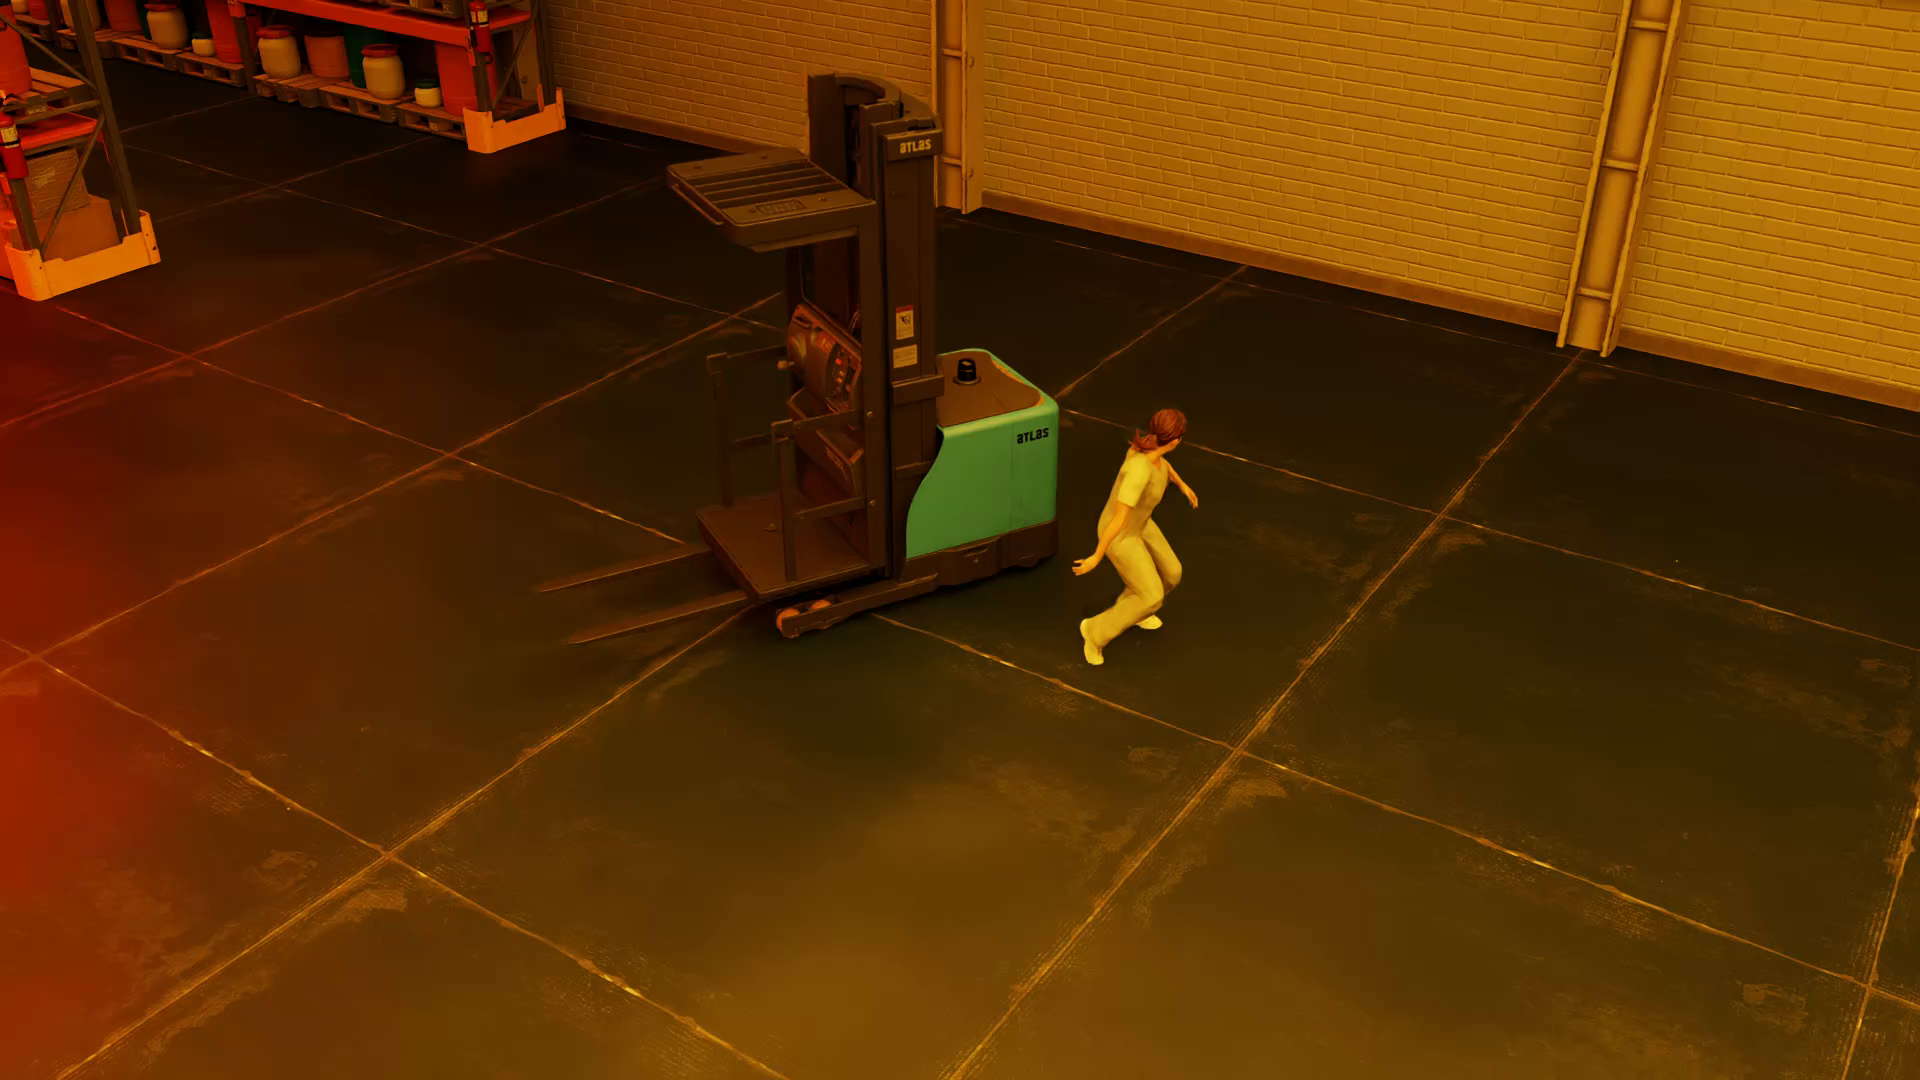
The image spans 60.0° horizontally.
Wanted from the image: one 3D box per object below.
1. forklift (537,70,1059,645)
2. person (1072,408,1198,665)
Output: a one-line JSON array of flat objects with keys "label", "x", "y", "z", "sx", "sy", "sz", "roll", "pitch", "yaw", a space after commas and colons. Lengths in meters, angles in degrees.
[{"label": "forklift", "x": -0.948, "y": -1.009, "z": 9.319, "sx": 3.031, "sy": 2.935, "sz": 1.130, "roll": -15, "pitch": 33, "yaw": -24}, {"label": "person", "x": 0.958, "y": -0.010, "z": 9.080, "sx": 0.460, "sy": 1.549, "sz": 0.885, "roll": 14, "pitch": 33, "yaw": 22}]
